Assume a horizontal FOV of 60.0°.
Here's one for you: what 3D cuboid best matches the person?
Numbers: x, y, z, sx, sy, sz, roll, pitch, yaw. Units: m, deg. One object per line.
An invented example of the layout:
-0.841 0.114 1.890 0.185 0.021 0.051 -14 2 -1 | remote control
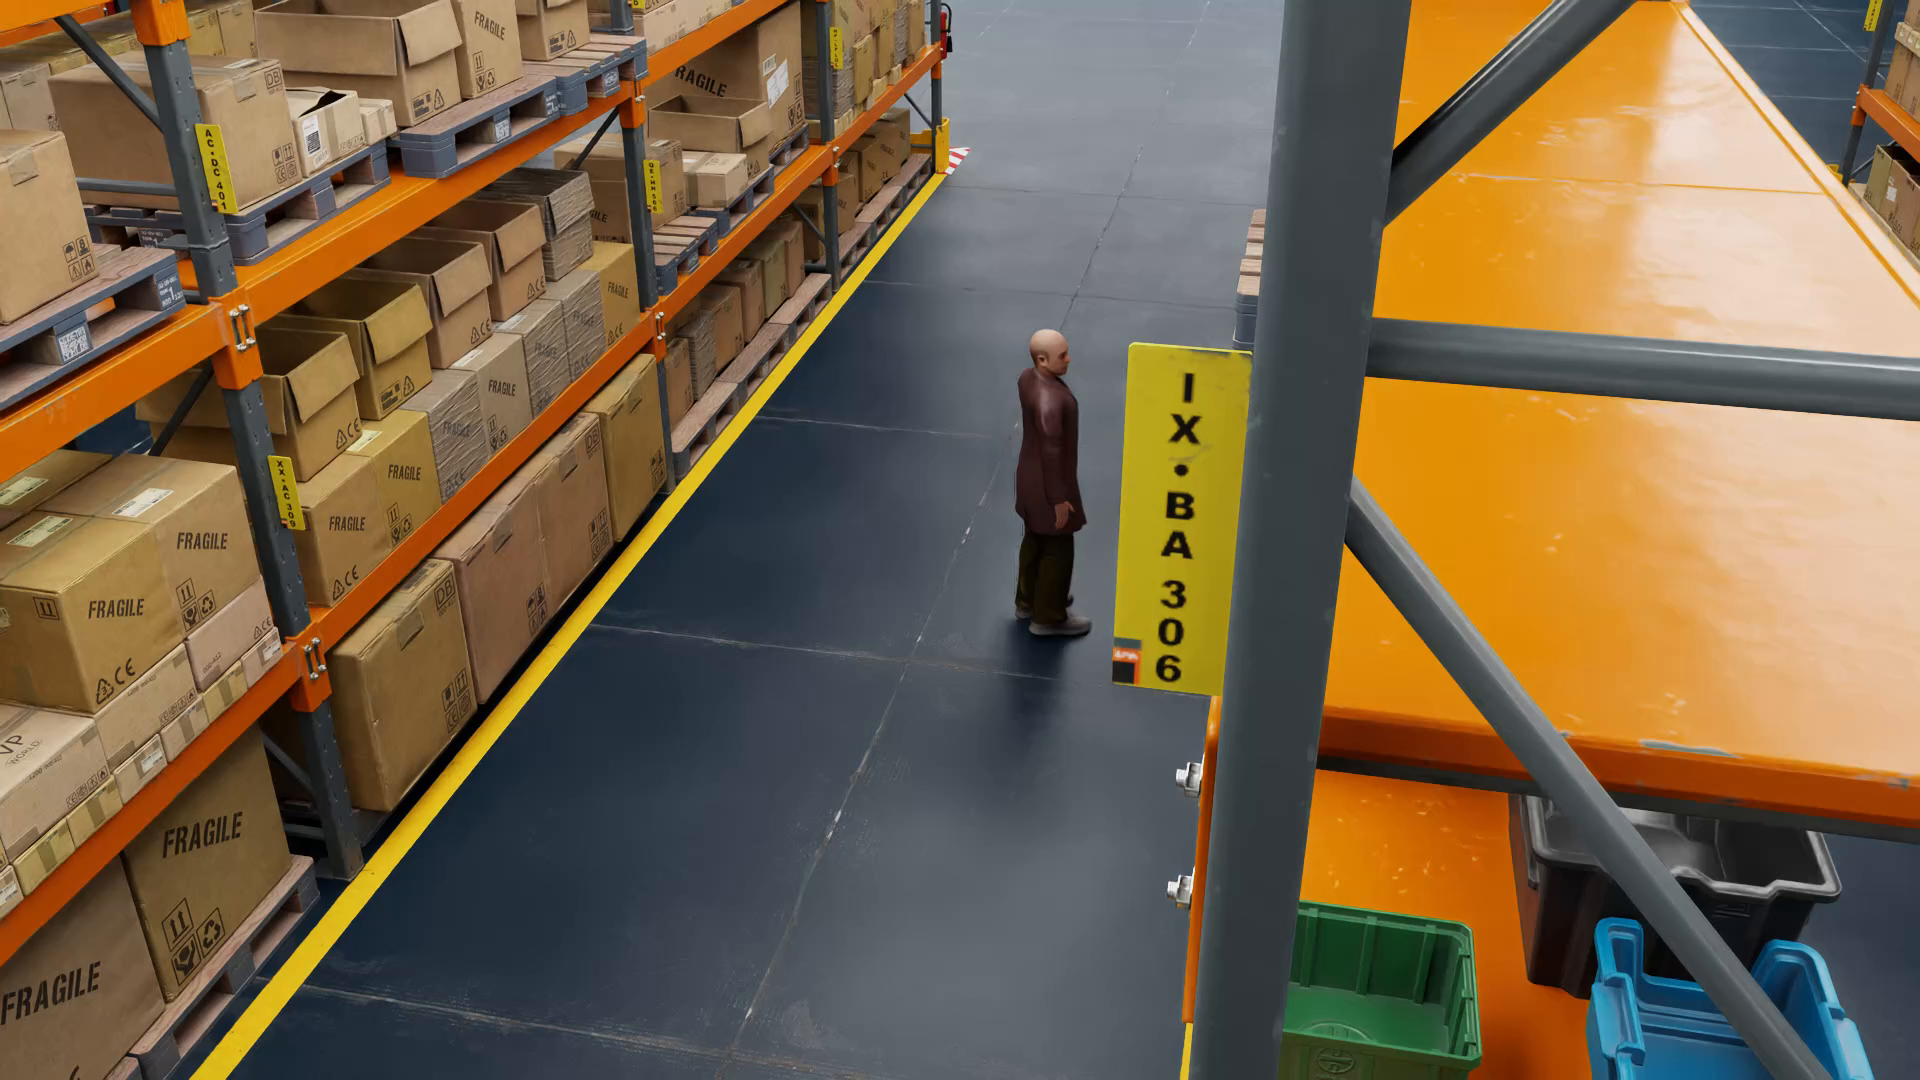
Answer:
0.527 -0.322 9.187 0.418 1.790 0.671 -6 29 -11 | person
